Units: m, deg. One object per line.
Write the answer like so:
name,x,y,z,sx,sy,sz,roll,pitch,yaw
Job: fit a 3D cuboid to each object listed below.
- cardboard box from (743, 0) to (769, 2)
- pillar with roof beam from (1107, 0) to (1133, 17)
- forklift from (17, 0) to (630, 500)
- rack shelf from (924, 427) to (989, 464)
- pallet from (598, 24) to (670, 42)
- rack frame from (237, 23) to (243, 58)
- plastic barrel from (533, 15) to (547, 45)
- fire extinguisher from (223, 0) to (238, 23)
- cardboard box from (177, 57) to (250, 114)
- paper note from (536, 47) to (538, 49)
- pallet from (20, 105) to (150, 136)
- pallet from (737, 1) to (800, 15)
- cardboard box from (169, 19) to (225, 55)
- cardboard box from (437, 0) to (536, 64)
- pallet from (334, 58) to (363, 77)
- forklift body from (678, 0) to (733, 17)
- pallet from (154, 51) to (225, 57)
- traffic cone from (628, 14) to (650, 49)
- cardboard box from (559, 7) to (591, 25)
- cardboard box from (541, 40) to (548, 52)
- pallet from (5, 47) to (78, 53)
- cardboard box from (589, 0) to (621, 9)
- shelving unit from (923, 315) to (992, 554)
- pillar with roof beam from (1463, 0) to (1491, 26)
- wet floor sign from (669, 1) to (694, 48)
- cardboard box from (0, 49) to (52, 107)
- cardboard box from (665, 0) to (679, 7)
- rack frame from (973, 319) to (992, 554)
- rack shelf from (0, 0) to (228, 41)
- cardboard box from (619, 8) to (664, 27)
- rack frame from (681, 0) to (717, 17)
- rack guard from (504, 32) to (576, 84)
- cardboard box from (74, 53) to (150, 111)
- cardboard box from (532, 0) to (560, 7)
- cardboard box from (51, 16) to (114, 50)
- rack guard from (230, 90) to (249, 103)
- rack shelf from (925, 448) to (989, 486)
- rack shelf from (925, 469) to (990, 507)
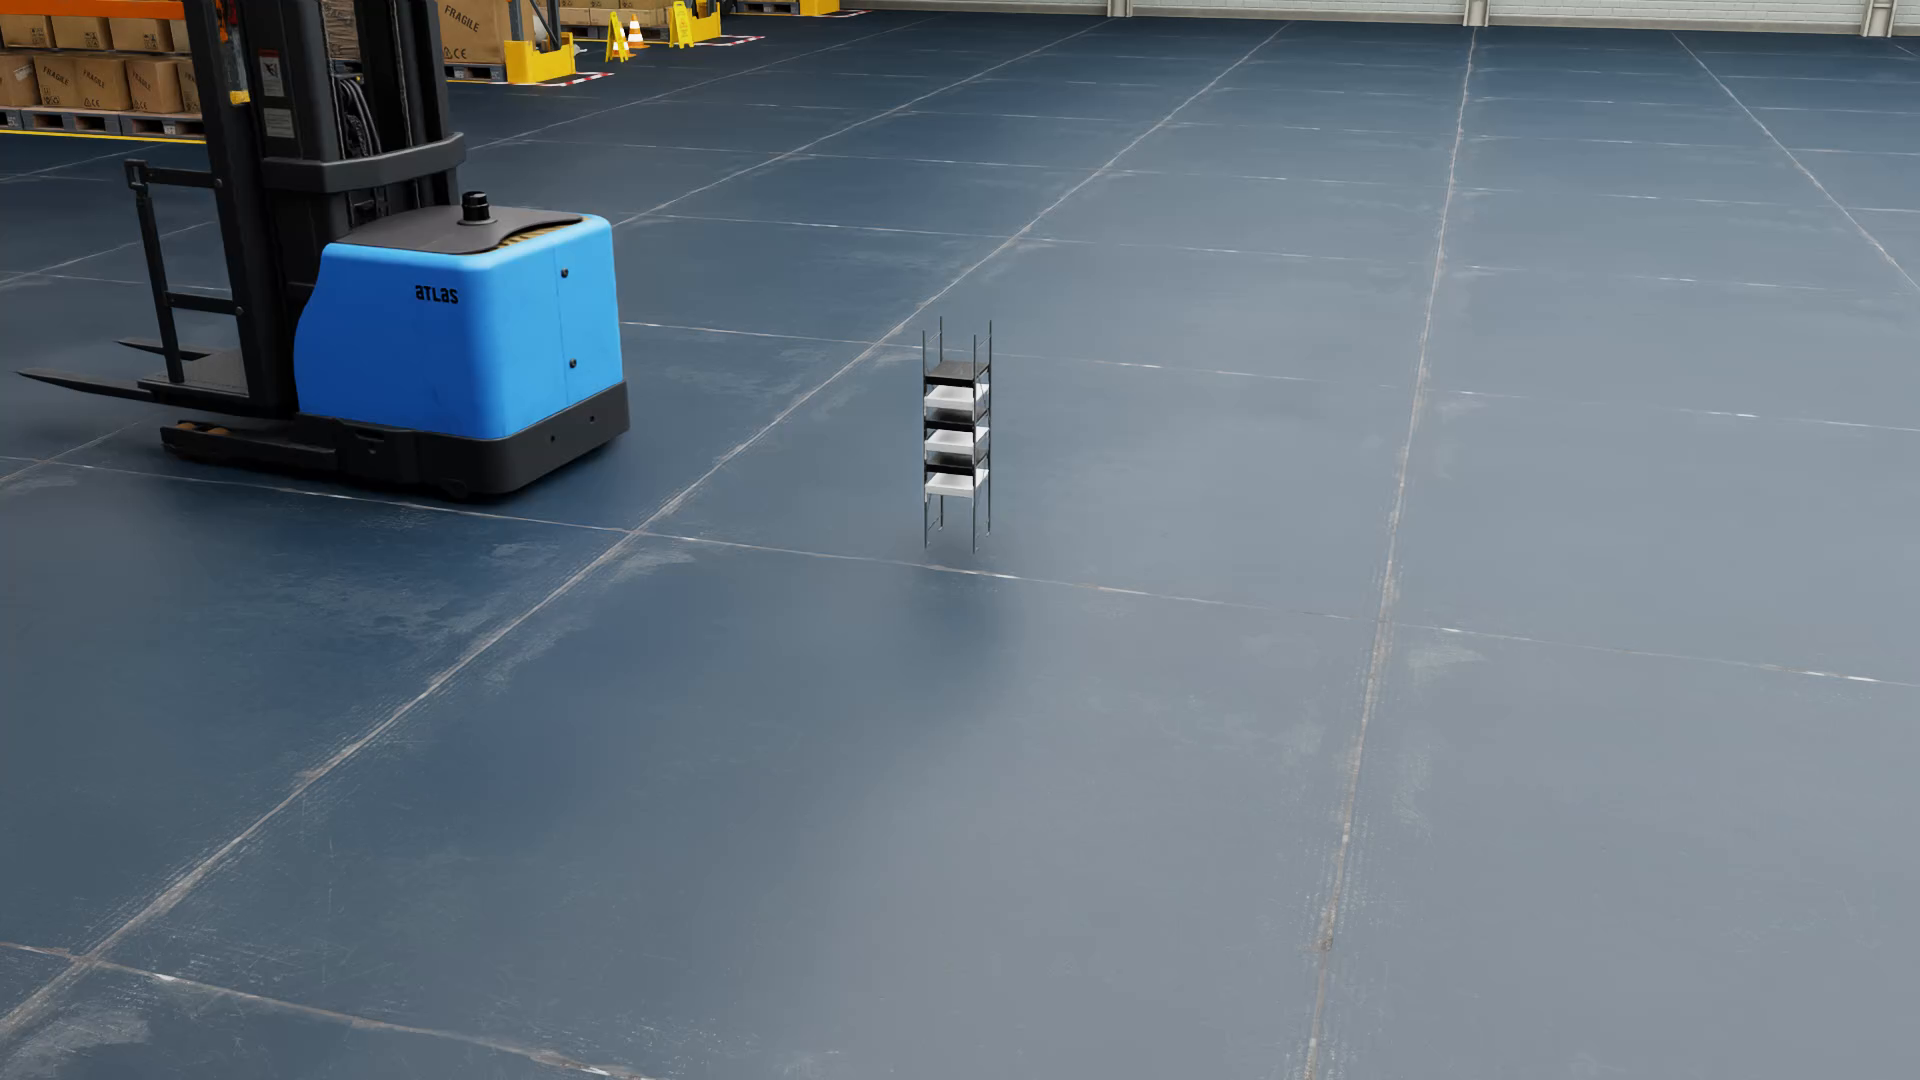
cardboard box,-3.545,-9.754,29.667,0.500,0.250,0.500,7,23,15
pillar with roof beam,1.564,-11.795,23.667,0.400,9.000,9.100,7,23,16
forklift,-3.128,-1.875,7.479,3.031,2.935,1.130,9,24,21
rack shelf,-0.008,-0.386,6.614,0.200,0.077,0.258,7,23,16
pallet,-4.801,-7.854,25.638,1.213,0.211,1.003,7,23,16
rack frame,-9.124,-7.662,21.498,0.127,3.000,1.000,7,23,16
plastic barrel,-6.376,-7.518,24.540,0.512,0.421,0.421,-14,26,-30
fire extinguisher,-6.847,-5.217,15.638,0.183,0.674,0.296,7,23,16
cardboard box,-7.417,-4.545,16.639,0.500,0.500,0.500,11,25,25
paper note,-6.211,-7.183,24.255,0.142,0.019,0.148,16,27,34
pallet,-8.828,-4.387,17.188,1.213,0.211,1.003,7,23,16
pallet,-3.275,-9.616,29.934,1.213,0.211,1.003,7,23,16
cardboard box,-9.744,-6.851,21.931,0.750,0.750,1.050,6,23,15
cardboard box,-5.963,-6.486,20.875,0.875,0.875,0.875,7,23,16
pallet,-7.247,-6.127,21.430,1.213,0.211,1.003,7,23,15
forklift body,-4.873,-9.990,28.290,1.214,2.155,2.313,7,23,16
pallet,-9.884,-6.430,22.166,1.213,0.211,1.003,7,23,16
traffic cone,-4.745,-7.438,24.294,0.334,0.463,0.336,7,23,16
cardboard box,-5.809,-8.062,25.540,0.500,0.250,0.500,6,23,14
cardboard box,-5.799,-7.124,23.942,0.380,0.149,0.250,-20,29,-39
pallet,-12.220,-6.697,22.818,1.213,0.211,1.003,7,23,16
cardboard box,-5.304,-8.352,25.260,0.500,0.500,0.500,7,23,17
shelving unit,-0.008,-0.417,6.601,0.210,0.900,0.258,7,23,16
pillar with roof beam,7.308,-11.137,22.063,0.400,9.000,9.100,7,23,16
wet floor sign,-4.088,-7.535,24.288,0.232,0.644,0.267,16,27,34
cardboard box,-9.731,-4.791,17.237,0.500,0.500,0.500,15,27,32
cardboard box,-4.676,-8.494,25.606,0.500,0.500,0.500,6,23,14
rack frame,0.090,-0.406,6.574,0.006,0.900,0.240,7,23,16
rack shelf,-8.738,-5.319,16.733,4.000,0.370,1.077,7,23,16
cardboard box,-4.836,-7.949,25.266,0.500,0.250,0.500,6,23,15
rack frame,-3.961,-9.034,24.840,0.127,3.000,1.000,7,23,16
rack guard,-5.271,-6.065,20.897,0.348,0.500,1.175,7,23,16
cardboard box,-8.593,-4.674,16.952,0.500,0.500,0.500,9,24,20
cardboard box,-6.292,-8.466,25.539,0.500,0.500,0.500,8,24,18
cardboard box,-11.558,-7.060,22.441,0.750,0.750,1.050,7,23,16
rack guard,-6.896,-4.285,16.557,0.348,0.500,1.175,7,23,16
rack shelf,-0.008,-0.303,6.648,0.200,0.077,0.258,7,23,16
rack shelf,-0.008,-0.220,6.682,0.200,0.077,0.258,7,23,16
